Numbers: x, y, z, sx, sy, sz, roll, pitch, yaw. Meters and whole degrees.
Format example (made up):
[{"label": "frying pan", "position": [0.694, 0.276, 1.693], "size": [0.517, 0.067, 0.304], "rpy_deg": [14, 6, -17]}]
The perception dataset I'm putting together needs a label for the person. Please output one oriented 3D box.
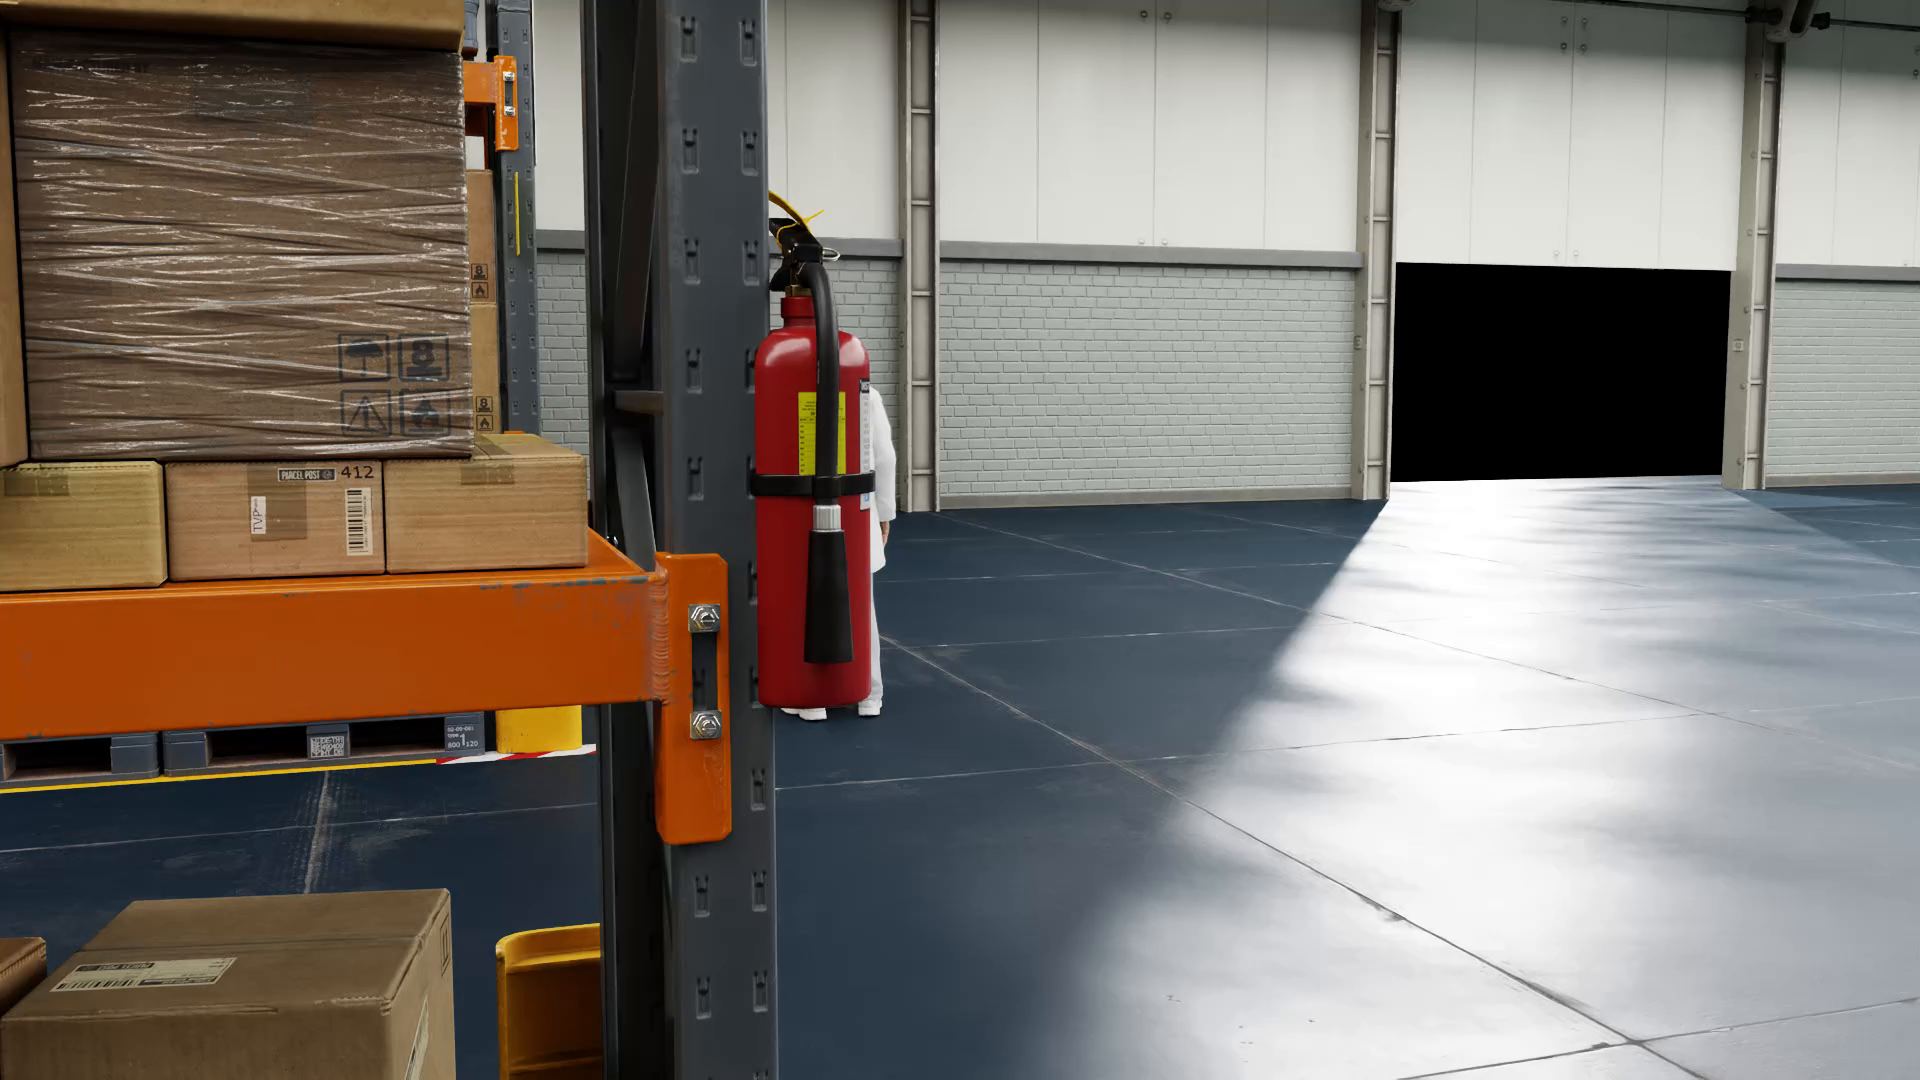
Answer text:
[{"label": "person", "position": [-0.601, -0.081, 7.582], "size": [0.643, 1.775, 0.423], "rpy_deg": [-2, 6, -18]}]
